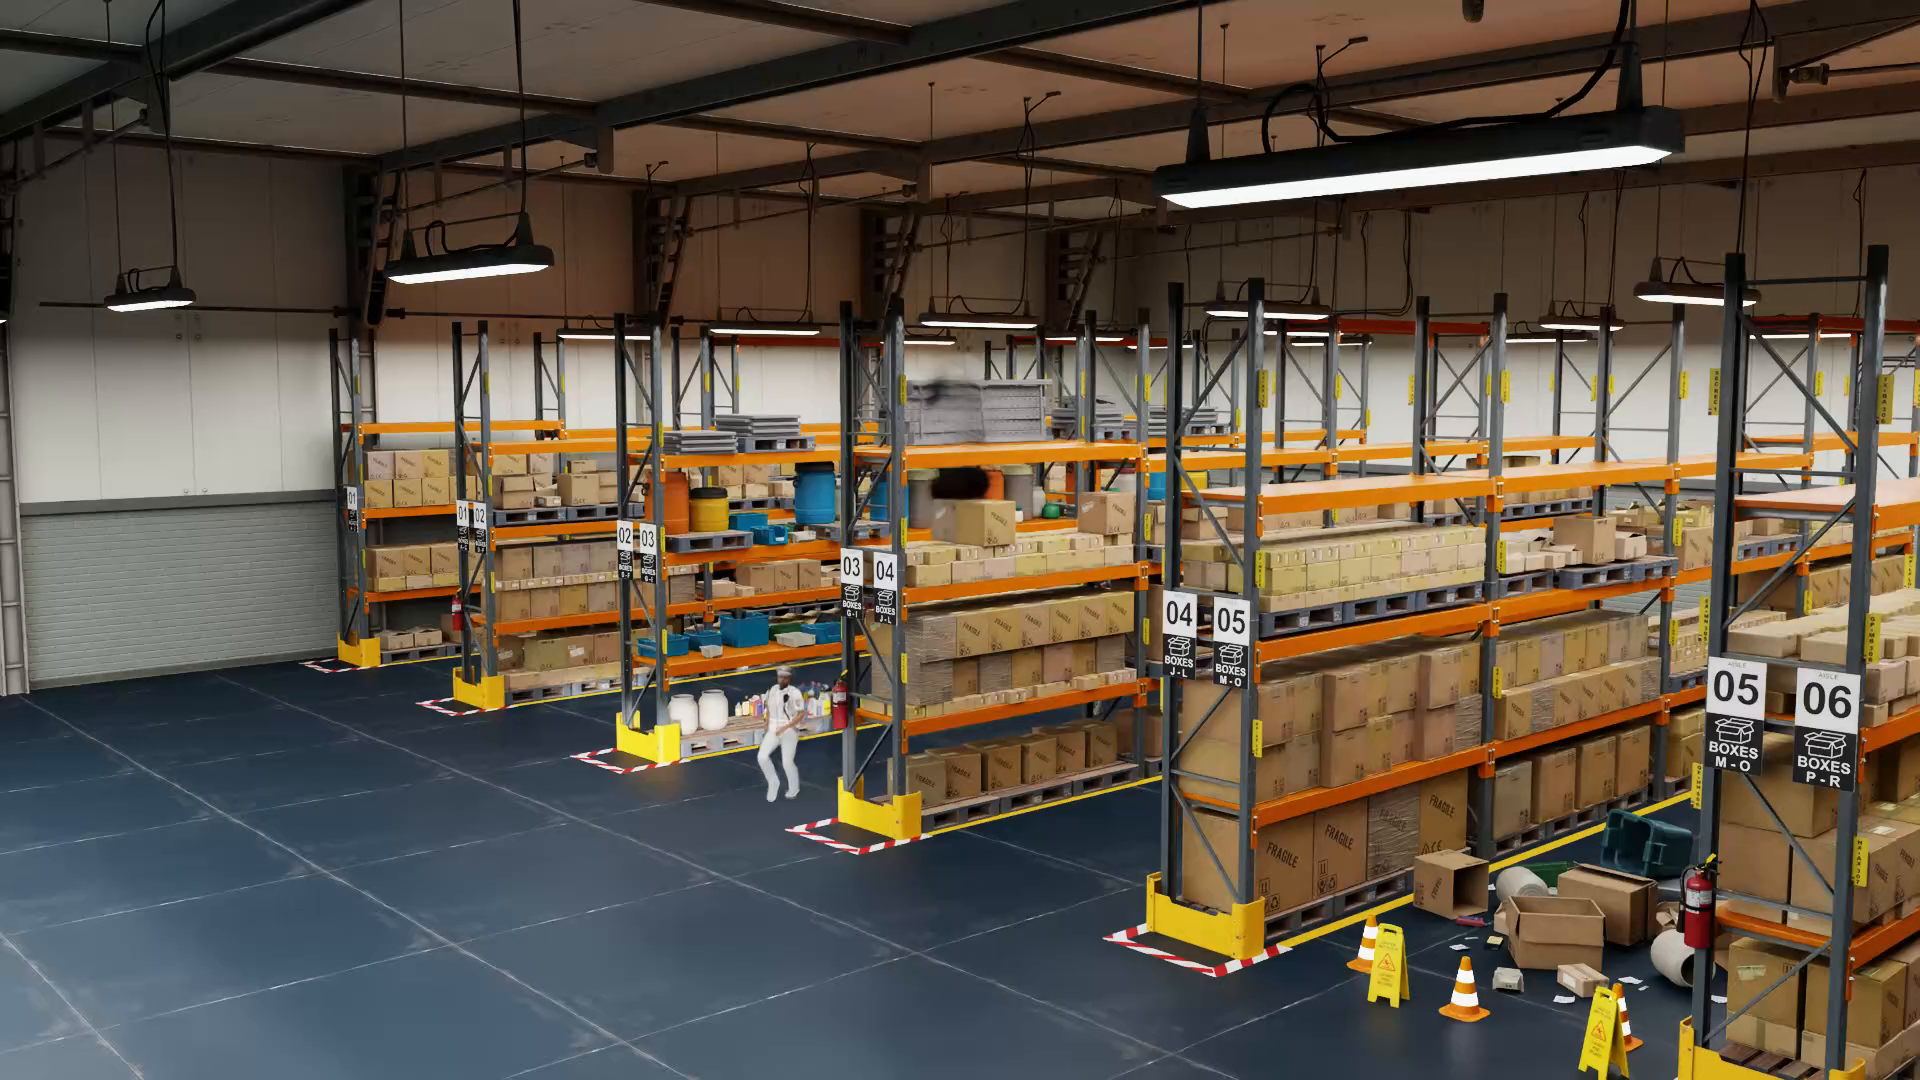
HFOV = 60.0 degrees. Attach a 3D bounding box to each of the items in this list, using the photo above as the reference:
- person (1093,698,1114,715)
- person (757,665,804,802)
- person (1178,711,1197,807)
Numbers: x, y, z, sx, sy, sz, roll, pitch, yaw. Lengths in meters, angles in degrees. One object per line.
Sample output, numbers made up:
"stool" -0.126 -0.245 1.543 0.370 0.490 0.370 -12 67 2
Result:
"person" 2.109 1.835 25.412 0.616 1.641 0.514 5 8 43
"person" -2.166 2.342 20.215 0.590 1.684 0.637 3 6 26
"person" 2.794 2.435 18.924 0.685 1.756 0.678 5 8 41
